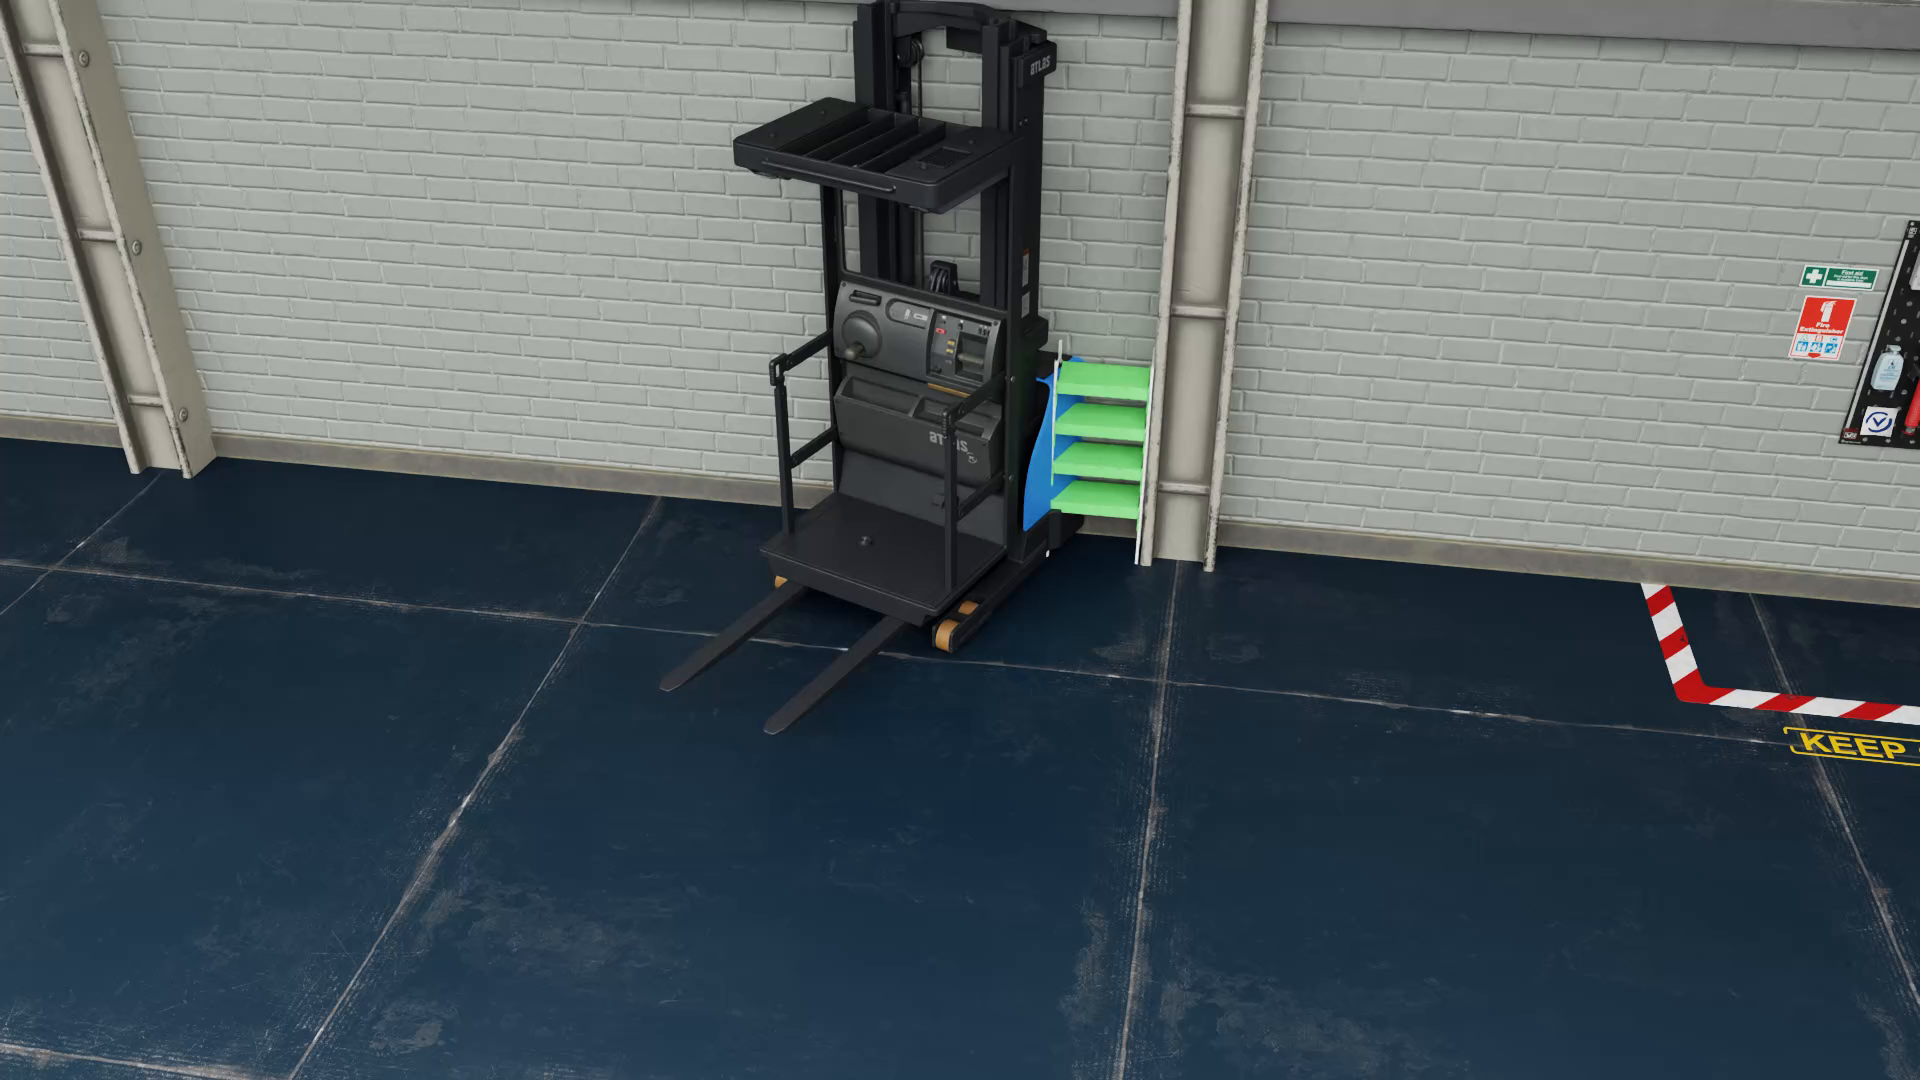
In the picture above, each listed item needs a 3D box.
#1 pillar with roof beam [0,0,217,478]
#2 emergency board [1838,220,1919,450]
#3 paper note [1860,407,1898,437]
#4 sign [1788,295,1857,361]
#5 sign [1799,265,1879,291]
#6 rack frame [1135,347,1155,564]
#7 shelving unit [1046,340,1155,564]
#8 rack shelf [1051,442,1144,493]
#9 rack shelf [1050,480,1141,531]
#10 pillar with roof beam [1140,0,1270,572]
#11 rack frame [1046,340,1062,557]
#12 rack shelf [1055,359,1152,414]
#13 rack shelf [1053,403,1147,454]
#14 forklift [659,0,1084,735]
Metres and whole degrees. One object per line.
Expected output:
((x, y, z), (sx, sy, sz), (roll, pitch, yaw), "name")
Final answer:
((-5.437, -2.025, 4.004), (0.400, 9.000, 9.100), (5, 32, 8), "pillar with roof beam")
((4.681, -0.913, 7.882), (0.626, 1.169, 0.157), (5, 32, 8), "emergency board")
((4.523, -0.582, 8.182), (0.142, 0.148, 0.016), (5, 32, 8), "paper note")
((4.159, -1.022, 8.021), (0.234, 0.329, 0.001), (5, 32, 8), "sign")
((4.162, -1.241, 7.873), (0.331, 0.109, 0.001), (5, 32, 8), "sign")
((0.982, -0.428, 8.814), (0.015, 1.200, 0.240), (5, 34, 7), "rack frame")
((0.741, -0.451, 8.843), (0.503, 1.200, 0.258), (5, 34, 7), "shelving unit")
((0.740, -0.397, 8.879), (0.480, 0.148, 0.258), (5, 34, 7), "rack shelf")
((0.738, -0.198, 9.011), (0.480, 0.148, 0.258), (5, 34, 7), "rack shelf")
((0.477, -1.490, 3.148), (0.400, 9.000, 9.100), (5, 32, 8), "pillar with roof beam")
((0.500, -0.473, 8.872), (0.015, 1.200, 0.240), (5, 34, 7), "rack frame")
((0.746, -0.797, 8.613), (0.480, 0.148, 0.258), (5, 34, 7), "rack shelf")
((0.743, -0.597, 8.746), (0.480, 0.148, 0.258), (5, 34, 7), "rack shelf")
((-0.327, -0.960, 8.020), (1.130, 2.935, 3.031), (18, 36, 26), "forklift")
